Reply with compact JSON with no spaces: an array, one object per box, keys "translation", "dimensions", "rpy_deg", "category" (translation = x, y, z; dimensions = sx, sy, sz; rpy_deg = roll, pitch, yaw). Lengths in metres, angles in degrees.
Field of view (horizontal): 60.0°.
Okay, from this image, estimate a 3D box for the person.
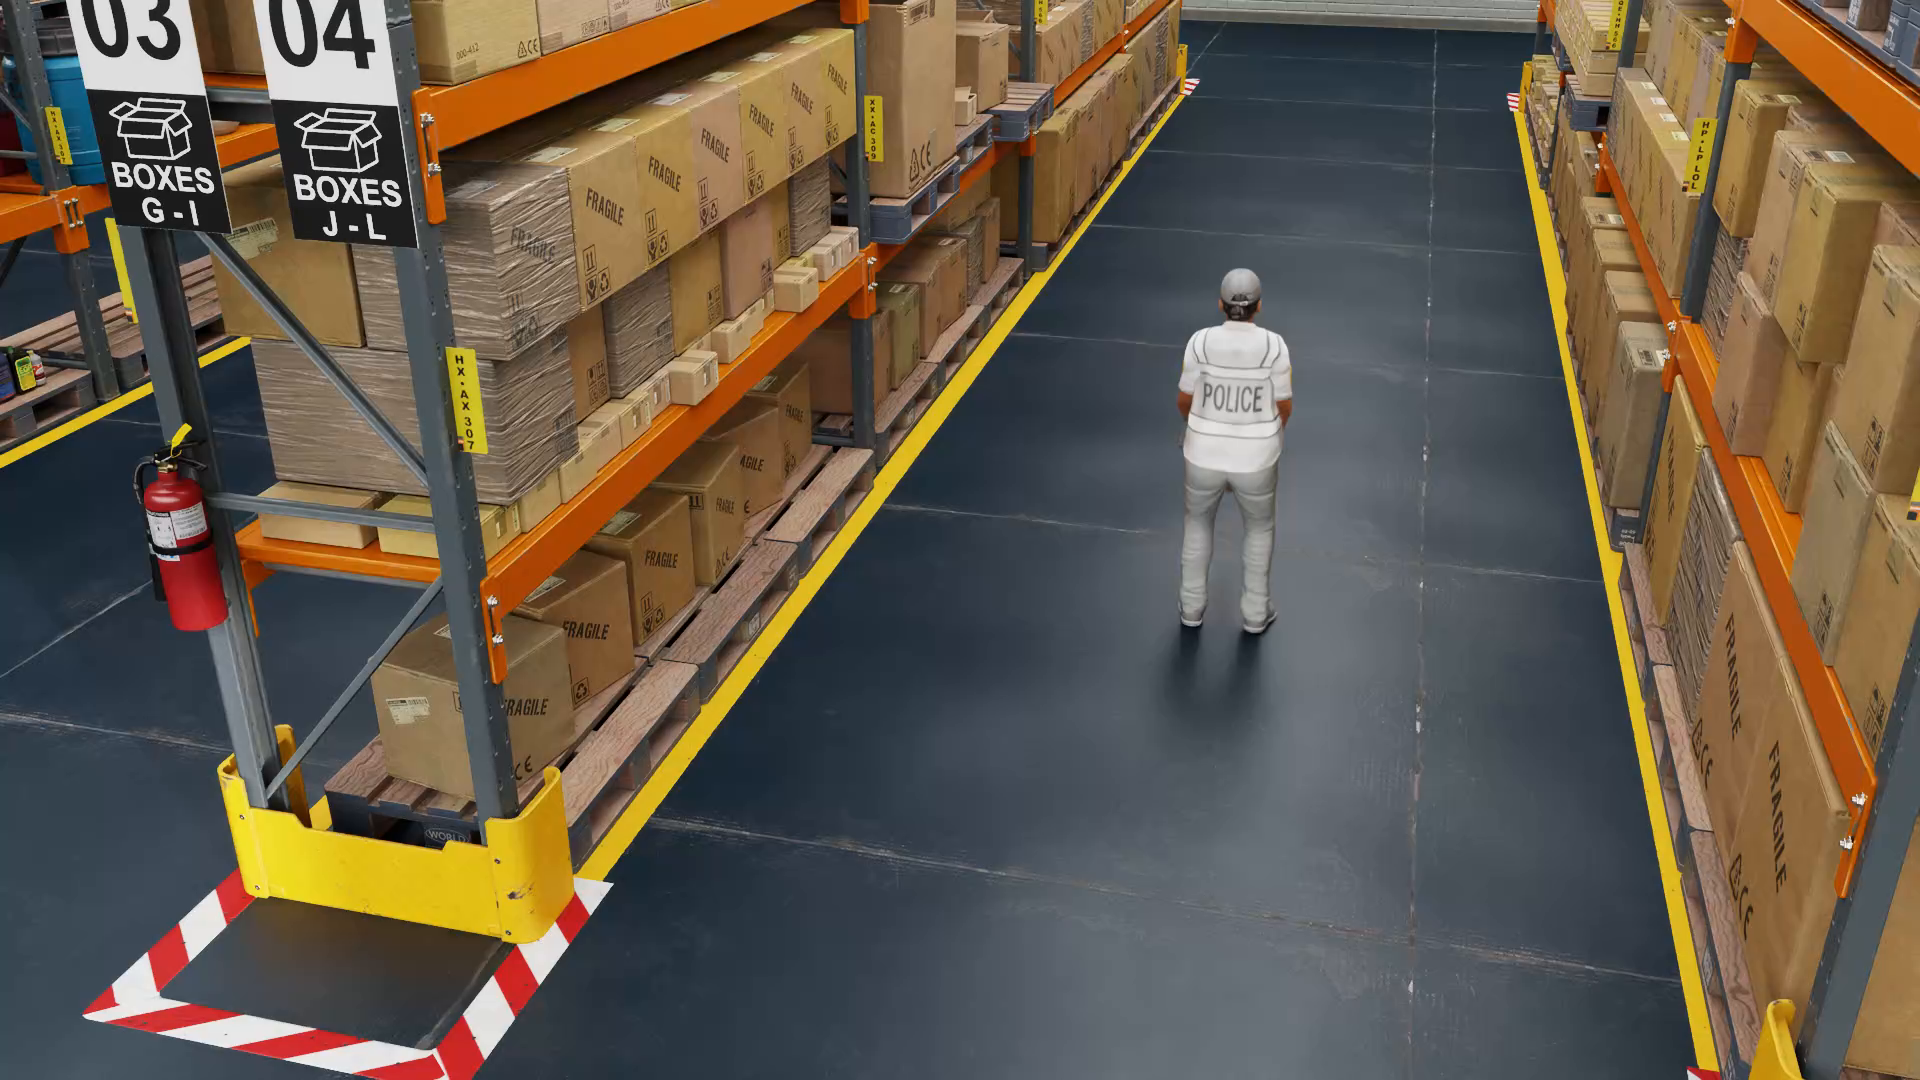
[{"translation":[1.211,-0.373,7.395],"dimensions":[0.513,1.657,0.426],"rpy_deg":[6,26,12],"category":"person"}]
